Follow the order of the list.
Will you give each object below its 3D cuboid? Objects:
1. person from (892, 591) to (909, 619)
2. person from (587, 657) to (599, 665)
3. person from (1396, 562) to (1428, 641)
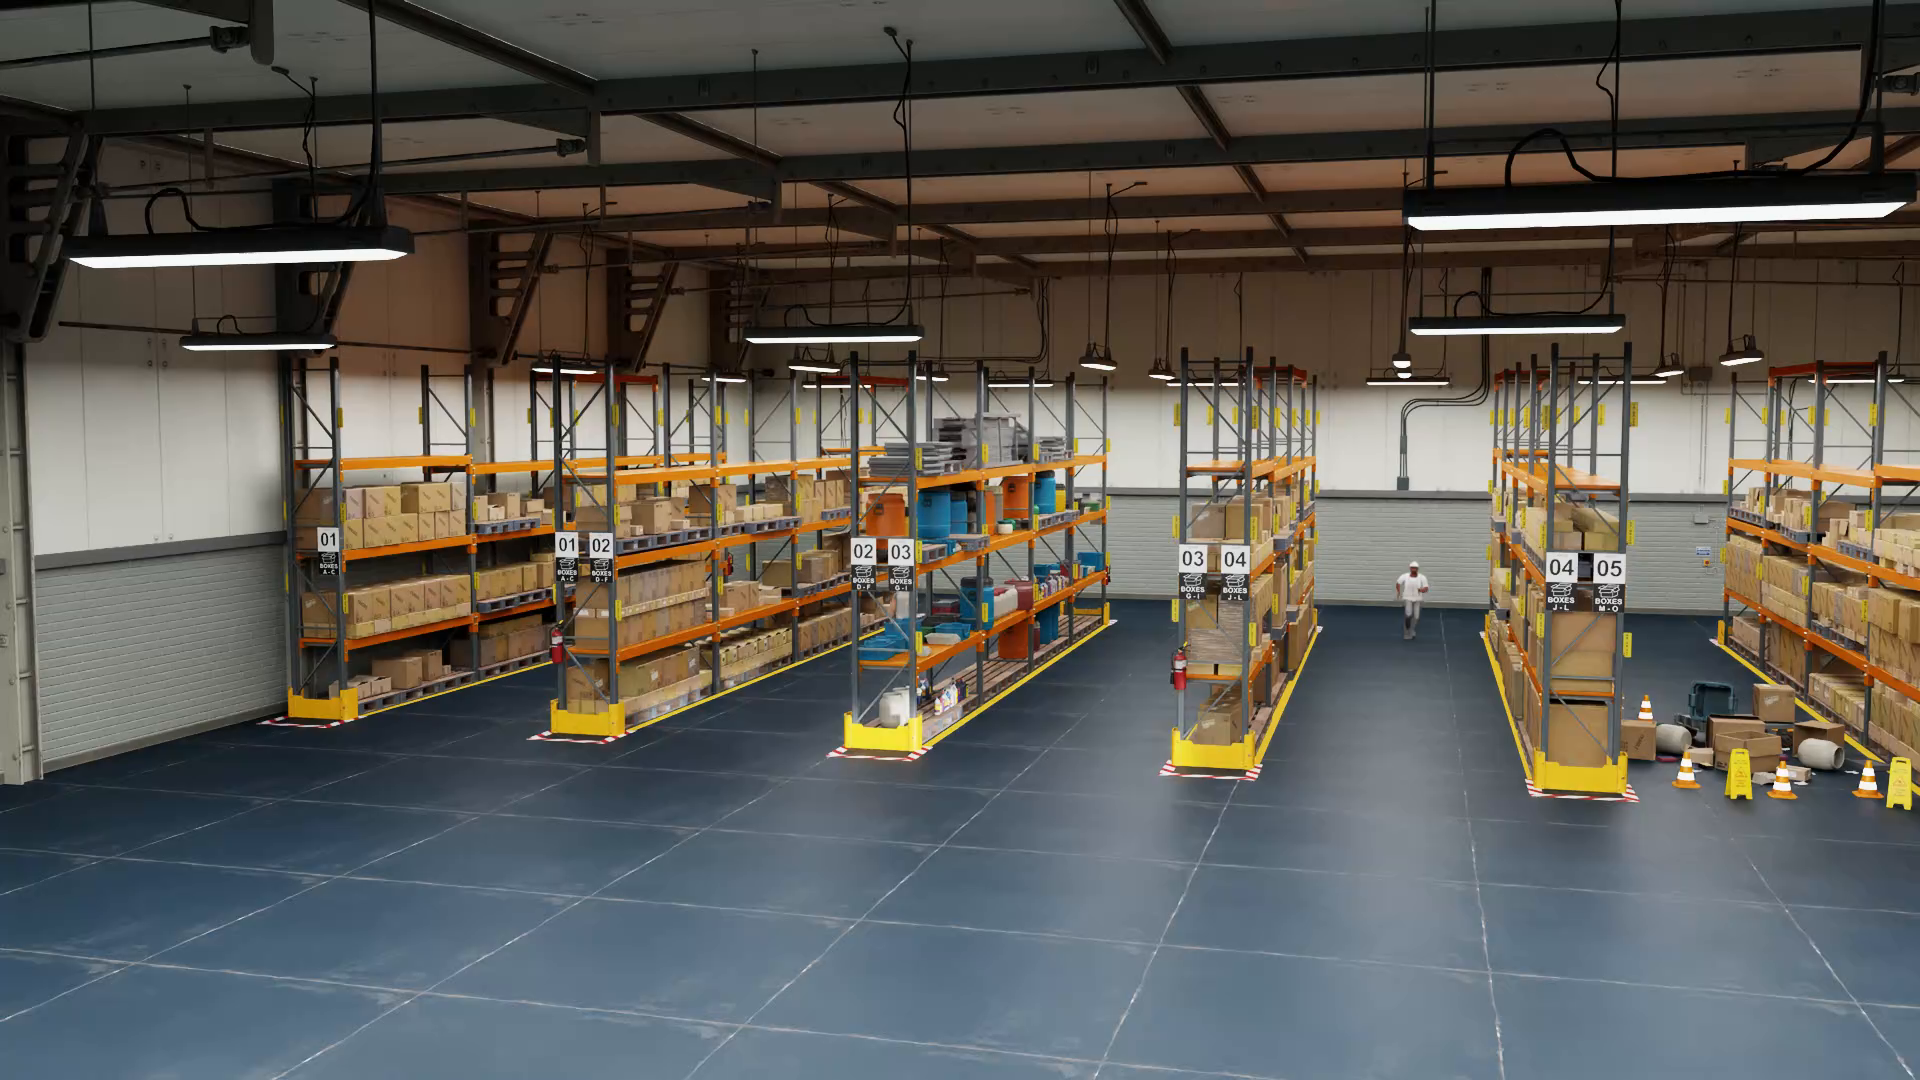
[{"bbox_3d":[-1.178,1.616,34.773,0.545,1.688,0.691,0,4,6],"label":"person"},{"bbox_3d":[-7.263,1.839,32.802,0.599,1.515,0.833,-1,4,-10],"label":"person"},{"bbox_3d":[10.183,1.379,37.394,0.671,1.789,0.715,1,4,7],"label":"person"}]
